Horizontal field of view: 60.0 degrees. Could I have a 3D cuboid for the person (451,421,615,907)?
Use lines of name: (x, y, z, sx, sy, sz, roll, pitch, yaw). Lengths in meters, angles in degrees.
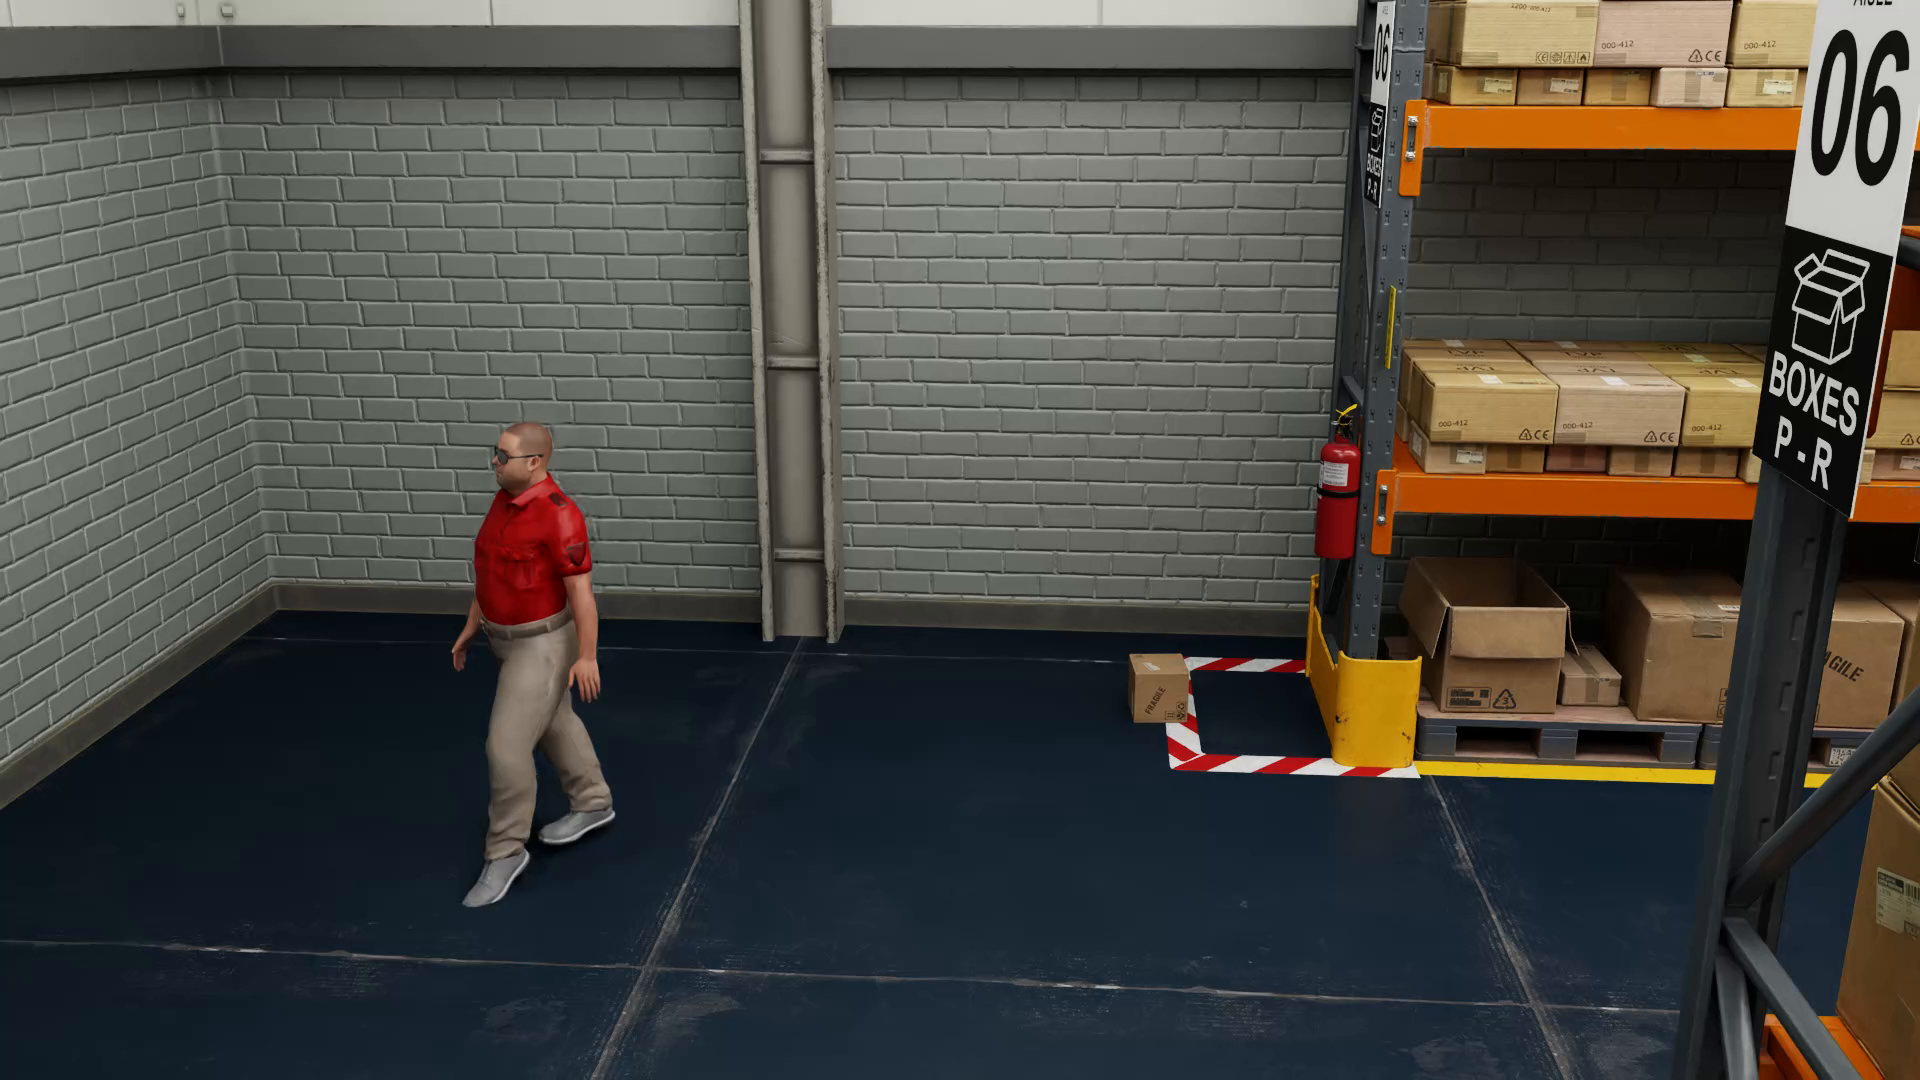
person: (-1.658, 0.440, 6.234, 0.725, 1.781, 0.579, -13, 22, -36)
